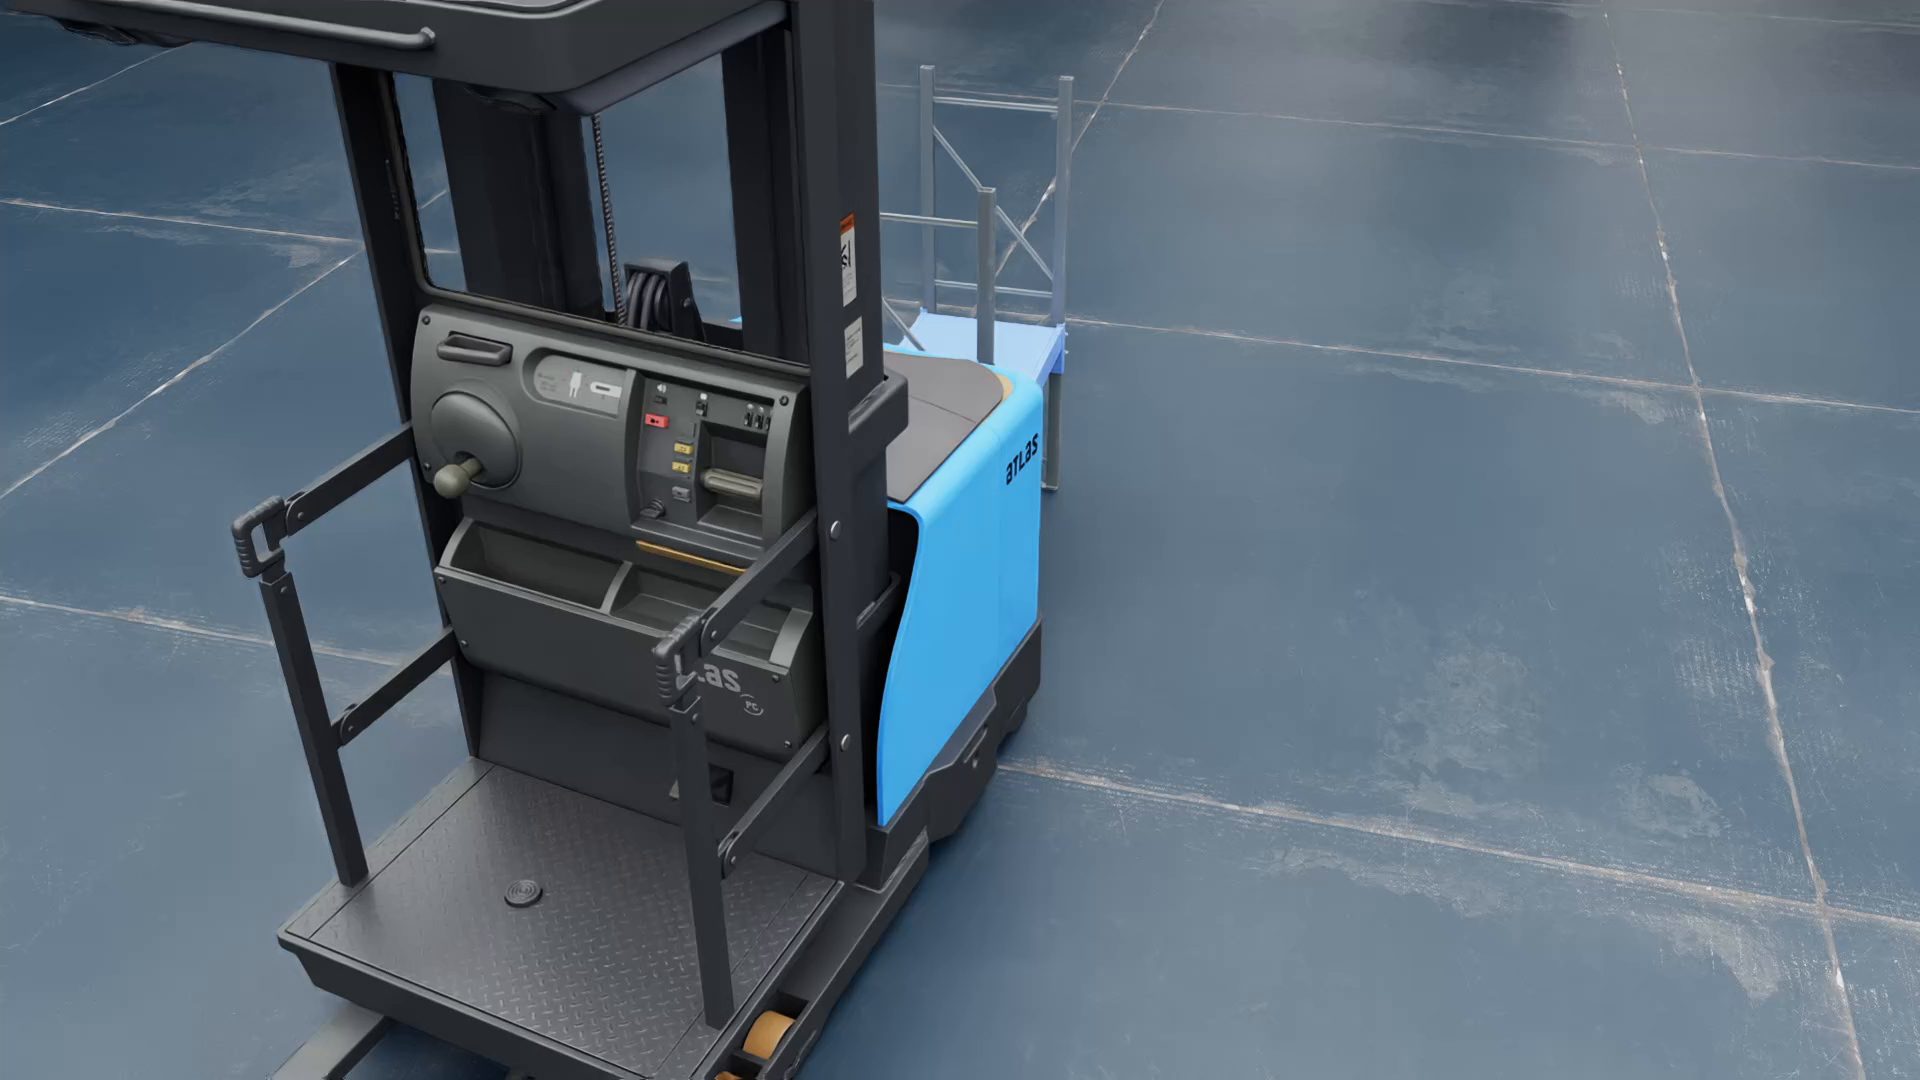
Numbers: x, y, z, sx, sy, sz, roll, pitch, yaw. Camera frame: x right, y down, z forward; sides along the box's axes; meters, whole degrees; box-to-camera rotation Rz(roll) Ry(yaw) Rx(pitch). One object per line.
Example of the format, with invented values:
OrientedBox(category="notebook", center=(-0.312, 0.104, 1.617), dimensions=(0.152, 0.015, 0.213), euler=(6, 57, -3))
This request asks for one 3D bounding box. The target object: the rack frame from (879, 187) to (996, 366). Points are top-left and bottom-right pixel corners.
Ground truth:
OrientedBox(category="rack frame", center=(-0.149, -0.330, 4.871), dimensions=(0.500, 1.500, 0.032), euler=(8, 33, 13))

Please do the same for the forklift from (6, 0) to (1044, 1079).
OrientedBox(category="forklift", center=(-0.841, -0.167, 3.281), dimensions=(1.130, 2.935, 3.031), euler=(14, 35, 21))

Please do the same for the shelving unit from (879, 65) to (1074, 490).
OrientedBox(category="shelving unit", center=(-0.017, -0.593, 5.285), dimensions=(0.538, 1.500, 1.048), euler=(8, 33, 13))

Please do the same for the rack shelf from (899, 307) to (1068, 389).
OrientedBox(category="rack shelf", center=(-0.017, -0.441, 5.382), dimensions=(0.538, 0.185, 1.000), euler=(8, 33, 13))

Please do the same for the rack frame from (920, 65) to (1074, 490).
OrientedBox(category="rack frame", center=(0.115, -0.856, 5.699), dimensions=(0.500, 1.500, 0.032), euler=(8, 33, 13))
